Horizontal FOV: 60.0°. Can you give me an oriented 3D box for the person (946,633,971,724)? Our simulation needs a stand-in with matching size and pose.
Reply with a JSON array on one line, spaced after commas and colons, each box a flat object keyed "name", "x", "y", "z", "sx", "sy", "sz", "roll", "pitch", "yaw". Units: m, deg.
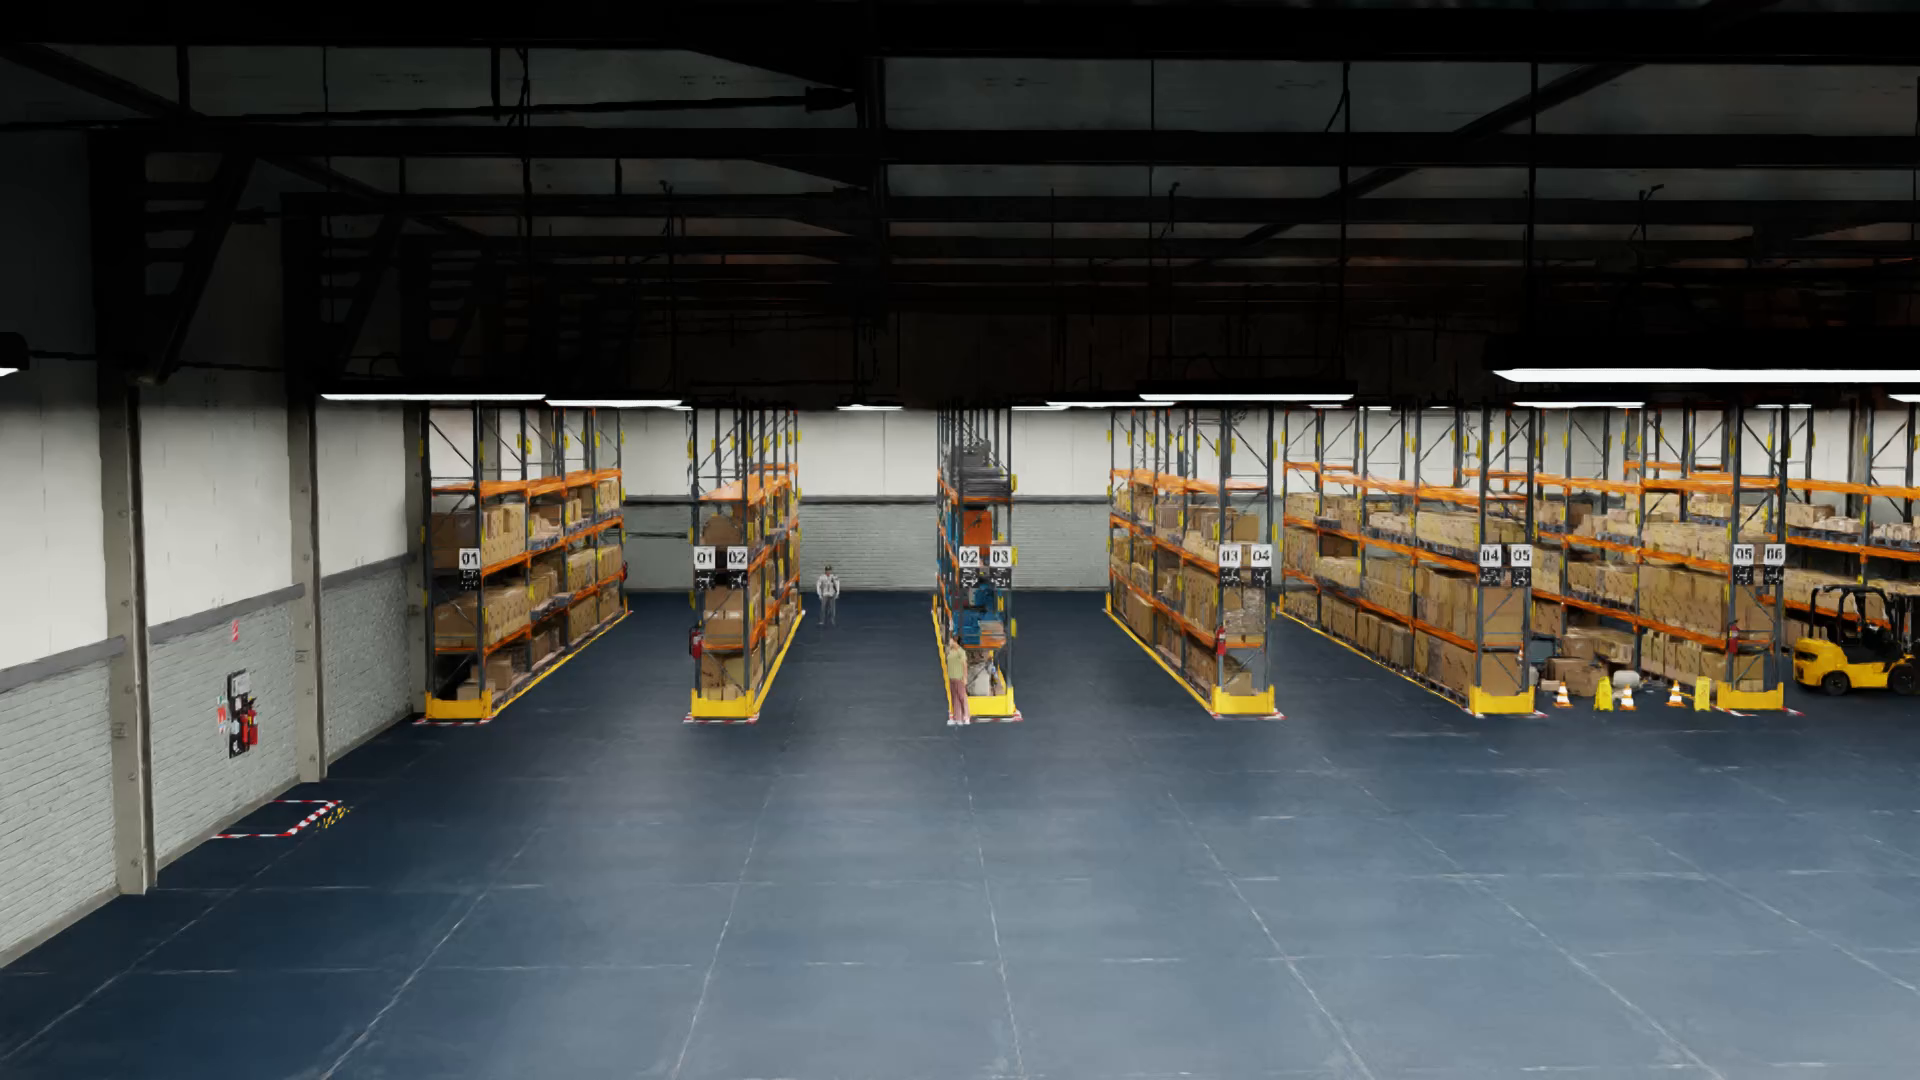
[{"name": "person", "x": -0.014, "y": 2.542, "z": 30.482, "sx": 0.421, "sy": 1.672, "sz": 0.521, "roll": -3, "pitch": 5, "yaw": -35}]

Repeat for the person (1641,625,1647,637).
[{"name": "person", "x": 16.573, "y": 1.797, "z": 40.344, "sx": 0.401, "sy": 1.598, "sz": 0.465, "roll": -3, "pitch": 5, "yaw": -34}]

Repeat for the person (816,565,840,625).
[{"name": "person", "x": -3.533, "y": 1.476, "z": 44.626, "sx": 0.639, "sy": 1.620, "sz": 0.512, "roll": 0, "pitch": 4, "yaw": -4}]
